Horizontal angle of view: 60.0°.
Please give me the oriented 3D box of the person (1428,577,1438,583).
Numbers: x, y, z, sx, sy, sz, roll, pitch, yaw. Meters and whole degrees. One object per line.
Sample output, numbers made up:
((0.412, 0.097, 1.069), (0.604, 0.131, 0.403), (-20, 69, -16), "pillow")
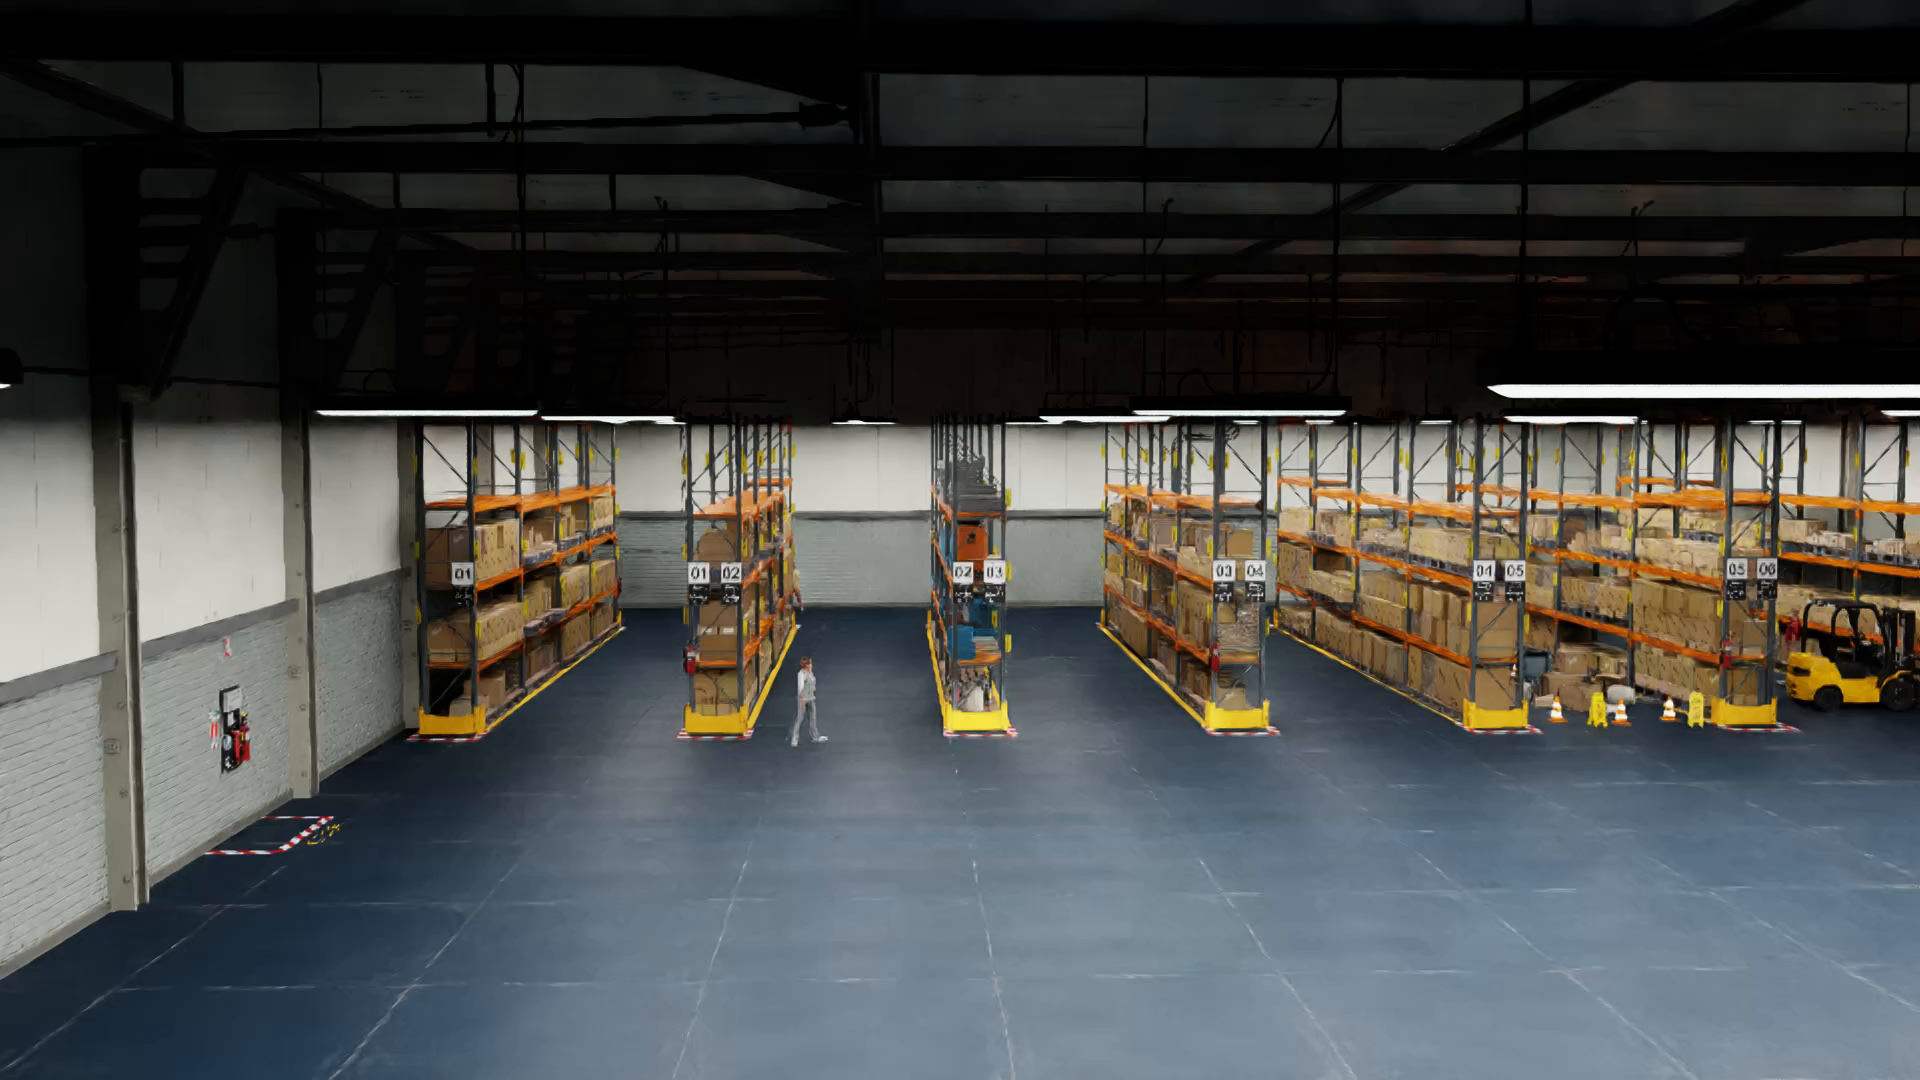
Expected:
((13.078, 1.705, 46.096), (0.595, 1.745, 0.743), (0, 4, 1), "person")

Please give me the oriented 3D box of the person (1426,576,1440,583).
((14.441, 1.464, 50.803), (0.625, 1.607, 0.767), (-2, 4, -23), "person")

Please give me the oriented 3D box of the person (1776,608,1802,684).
((18.294, 2.358, 36.570), (0.587, 1.720, 0.644), (2, 4, 24), "person")

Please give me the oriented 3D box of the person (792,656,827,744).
((-2.760, 2.873, 30.002), (0.493, 1.589, 0.623), (2, 4, 29), "person")

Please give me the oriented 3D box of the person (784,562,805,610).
((-5.121, 1.428, 51.295), (0.492, 1.609, 0.953), (1, 4, 18), "person")
